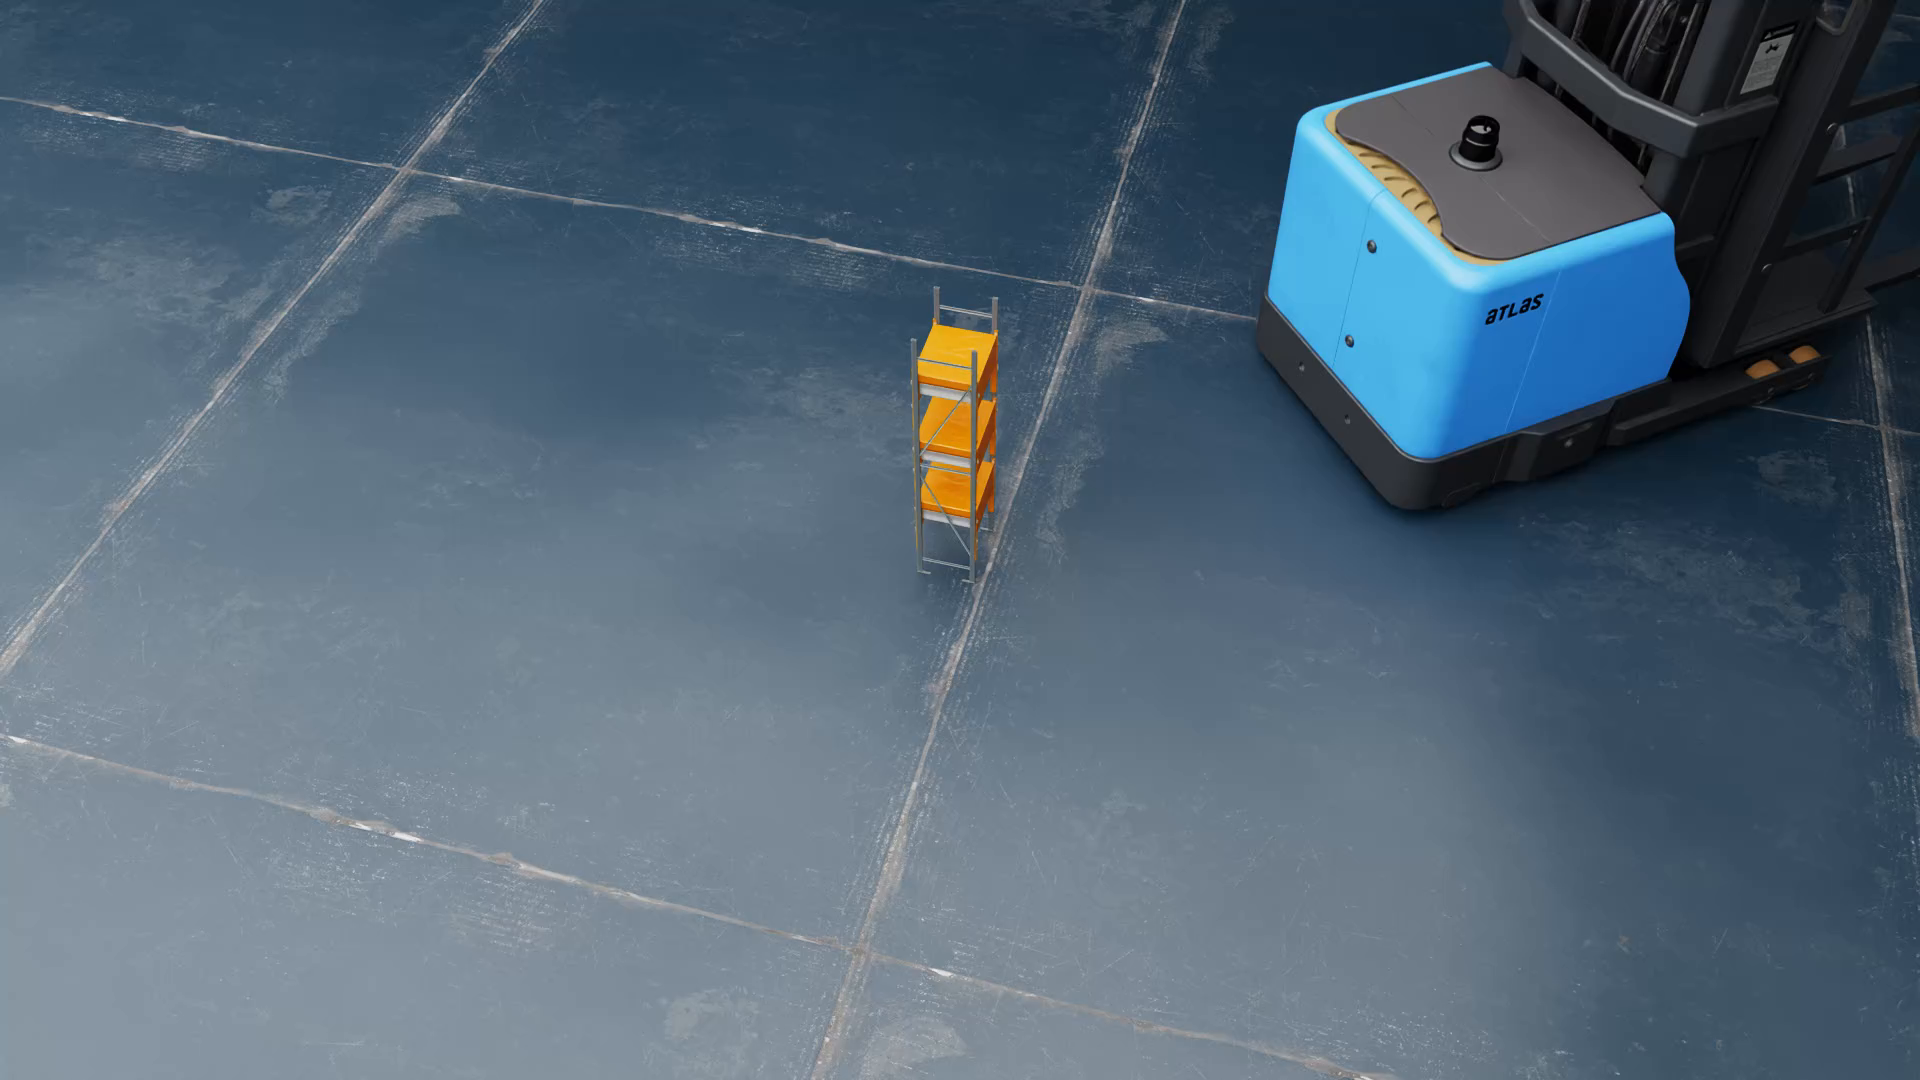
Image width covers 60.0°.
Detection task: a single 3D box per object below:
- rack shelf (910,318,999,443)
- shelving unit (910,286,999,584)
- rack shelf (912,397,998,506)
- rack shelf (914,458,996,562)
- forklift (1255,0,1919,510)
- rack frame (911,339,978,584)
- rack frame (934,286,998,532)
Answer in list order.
[{"bbox_3d":[-0.014,-0.489,5.117,0.215,0.259,0.240,12,50,10],"label":"rack shelf"},{"bbox_3d":[-0.014,-0.309,5.322,0.215,1.050,0.252,12,50,10],"label":"shelving unit"},{"bbox_3d":[-0.014,-0.302,5.330,0.215,0.259,0.240,12,50,10],"label":"rack shelf"},{"bbox_3d":[-0.014,-0.118,5.539,0.215,0.259,0.240,12,50,10],"label":"rack shelf"},{"bbox_3d":[2.684,-1.820,5.401,3.031,2.935,1.130,-18,51,-16],"label":"forklift"},{"bbox_3d":[-0.046,-0.220,5.244,0.200,1.050,0.008,12,50,10],"label":"rack frame"},{"bbox_3d":[0.018,-0.397,5.400,0.200,1.050,0.008,12,50,10],"label":"rack frame"}]
